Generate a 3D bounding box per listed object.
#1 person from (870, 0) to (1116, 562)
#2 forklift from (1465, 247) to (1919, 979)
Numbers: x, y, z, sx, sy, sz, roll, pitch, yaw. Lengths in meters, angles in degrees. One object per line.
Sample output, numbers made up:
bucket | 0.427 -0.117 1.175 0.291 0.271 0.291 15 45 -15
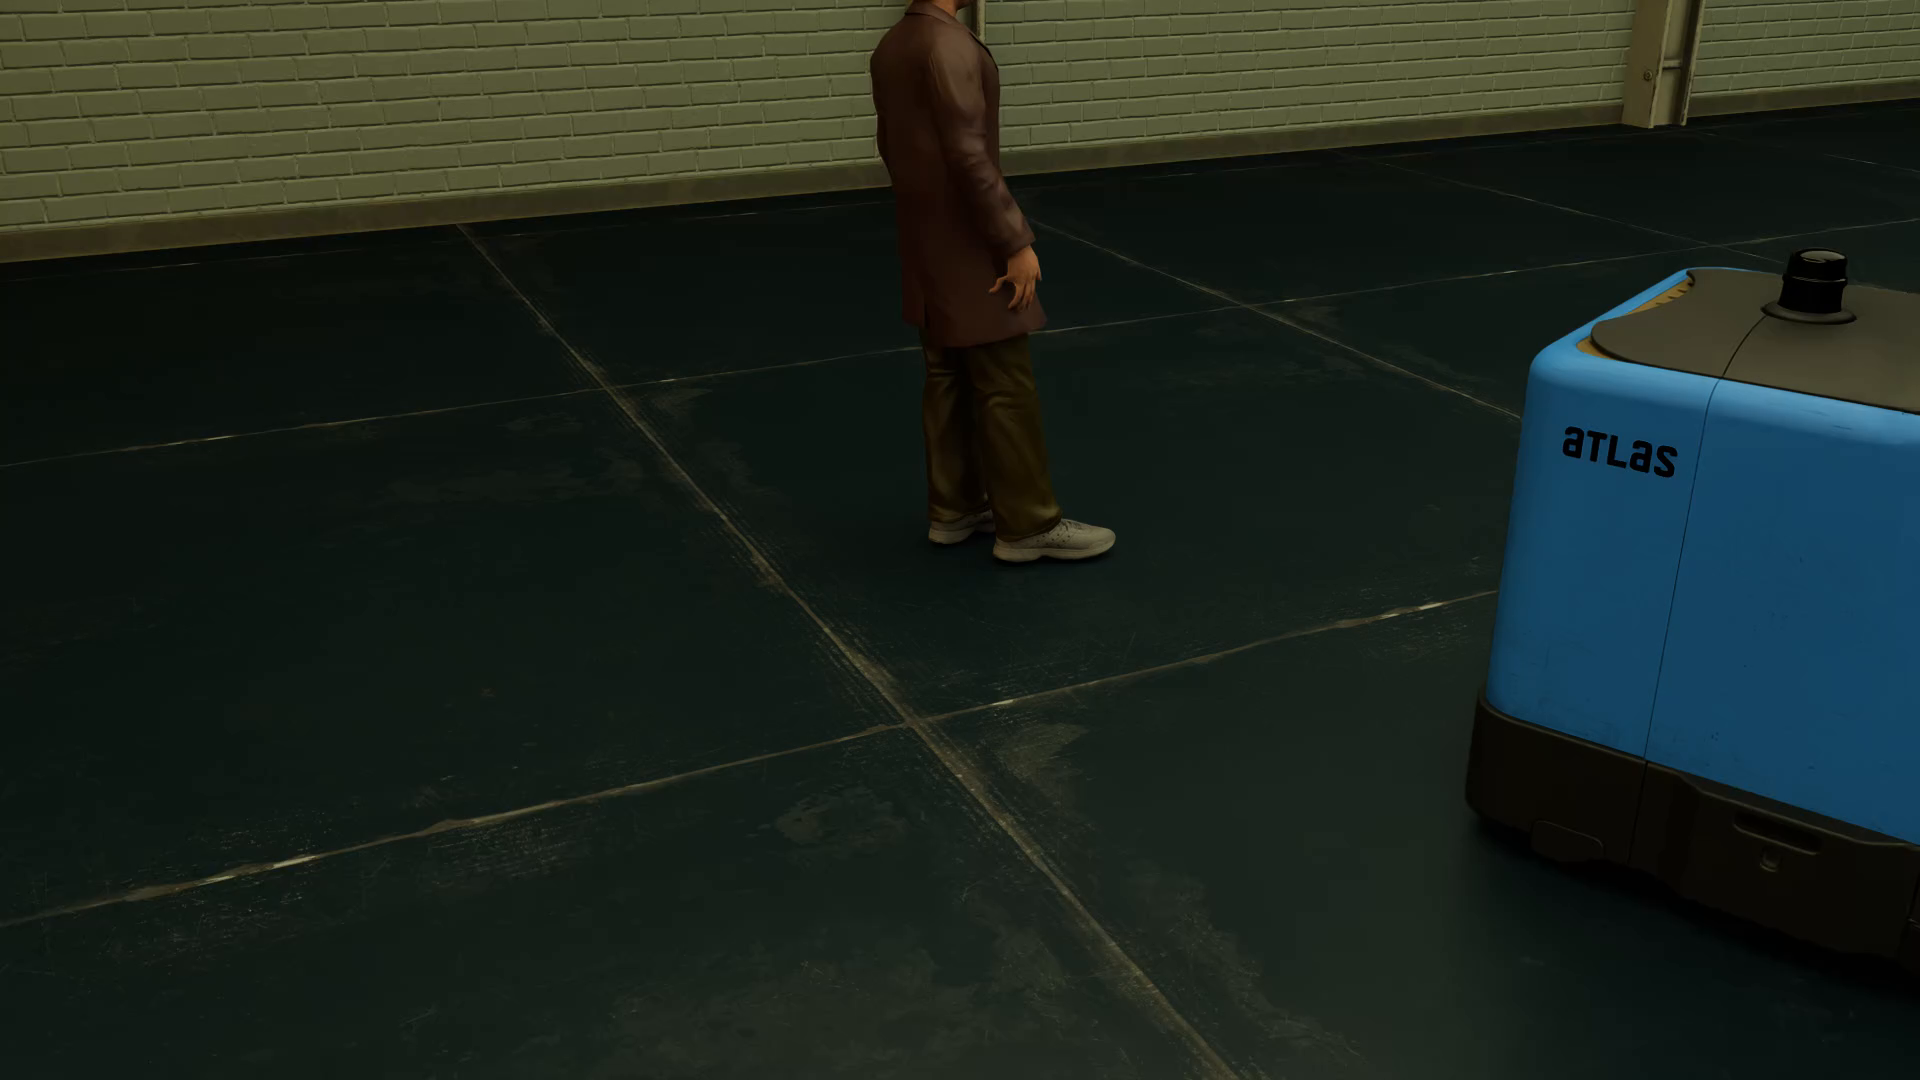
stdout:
person | 0.085 -0.841 4.796 0.579 1.777 0.698 -10 25 -23
forklift | 2.551 -0.512 2.517 3.031 2.935 1.130 17 28 36
